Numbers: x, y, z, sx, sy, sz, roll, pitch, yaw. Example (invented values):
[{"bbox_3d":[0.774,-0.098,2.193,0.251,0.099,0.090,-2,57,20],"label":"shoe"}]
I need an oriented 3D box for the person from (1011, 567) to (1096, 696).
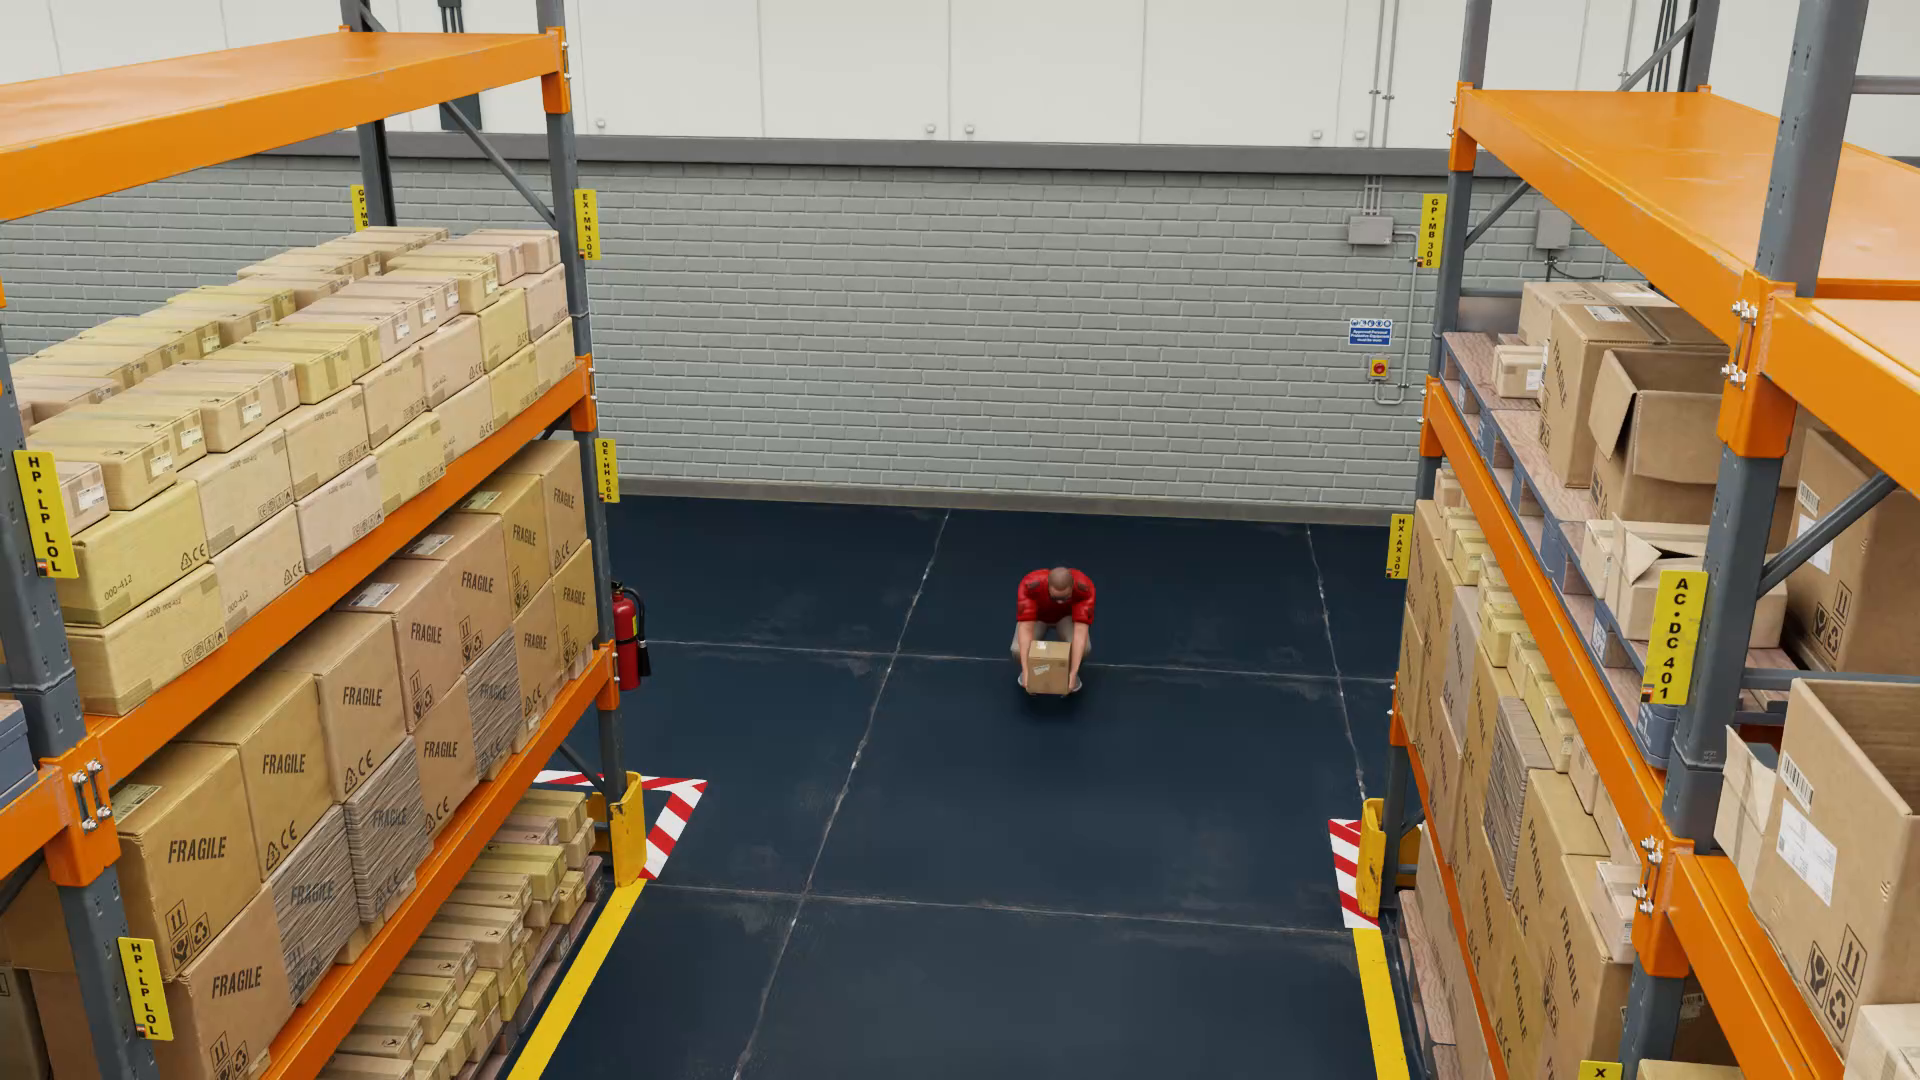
[{"bbox_3d":[0.604,0.539,10.768,0.539,0.981,0.882,2,21,5],"label":"person"}]
